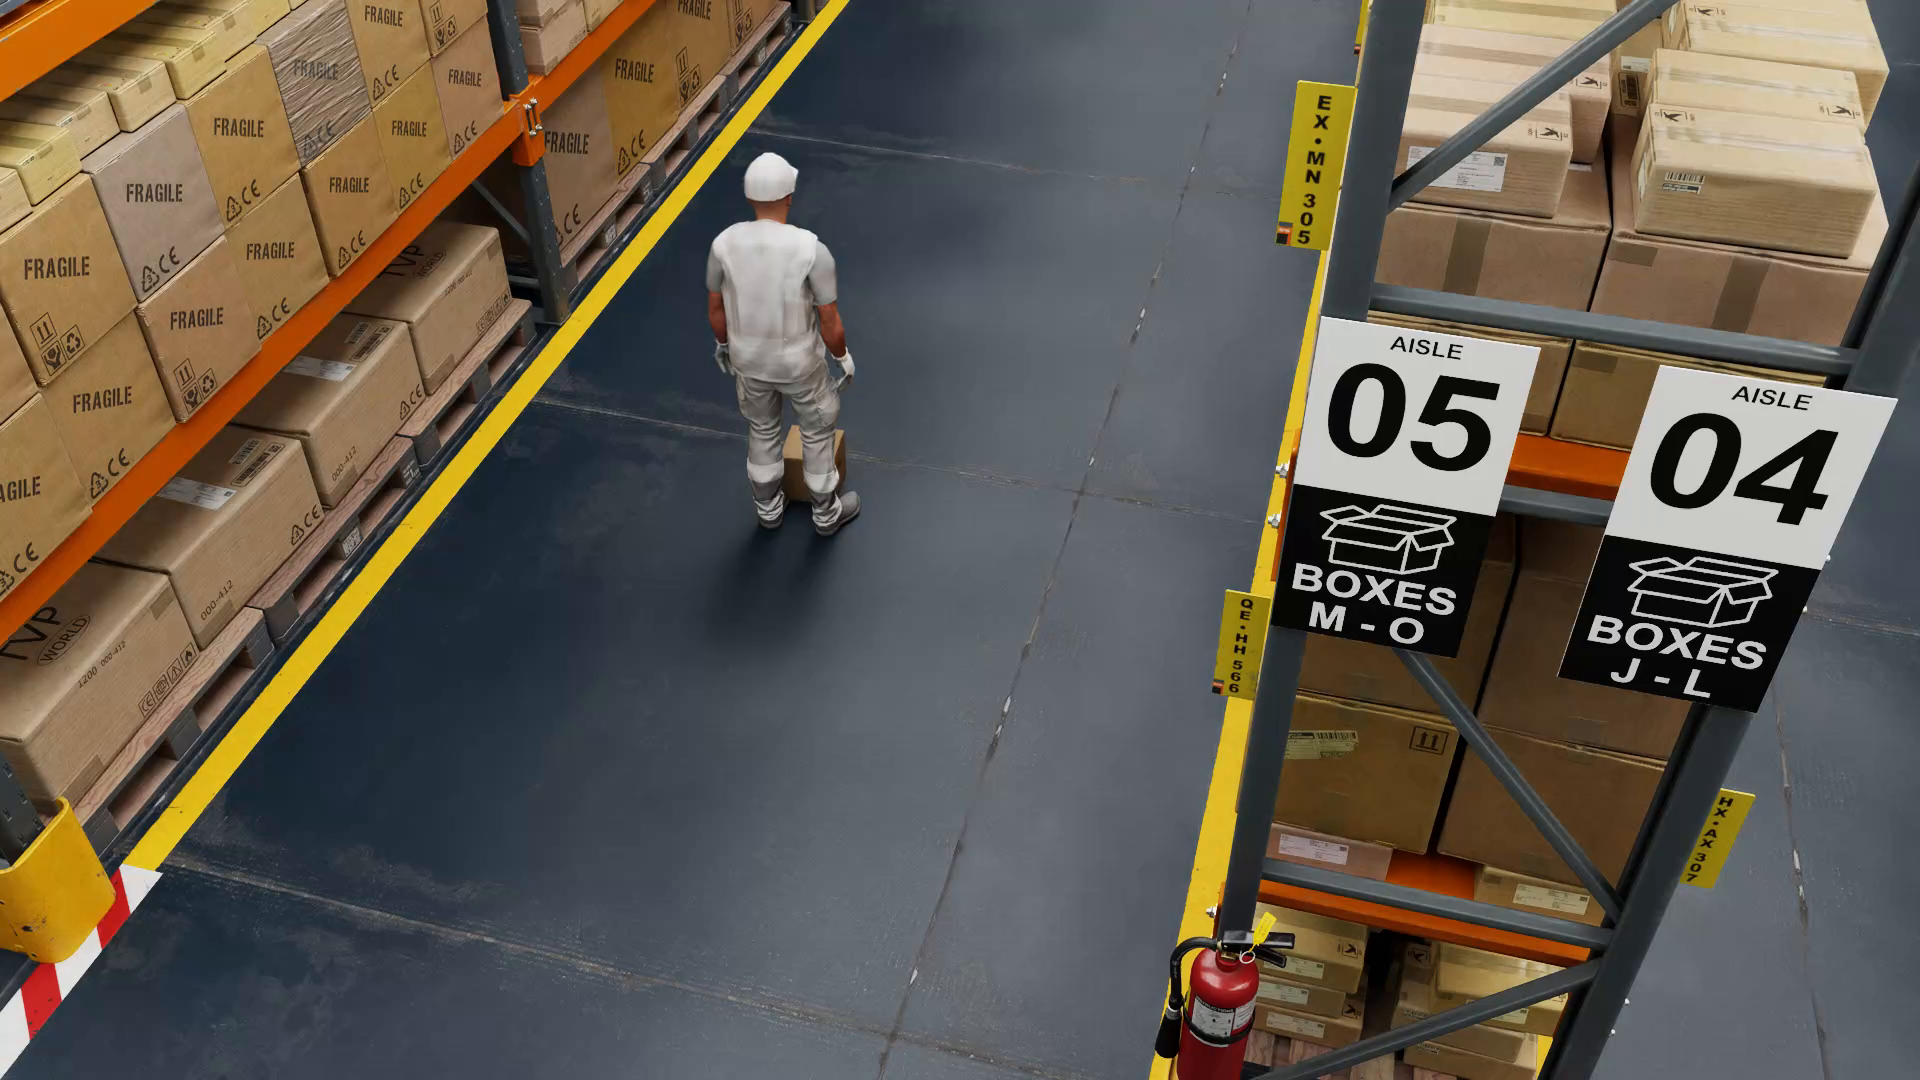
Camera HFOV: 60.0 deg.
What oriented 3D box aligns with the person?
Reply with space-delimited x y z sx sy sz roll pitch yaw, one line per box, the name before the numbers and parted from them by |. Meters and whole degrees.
person | -0.750 -0.789 7.065 0.615 1.778 0.456 9 42 11
